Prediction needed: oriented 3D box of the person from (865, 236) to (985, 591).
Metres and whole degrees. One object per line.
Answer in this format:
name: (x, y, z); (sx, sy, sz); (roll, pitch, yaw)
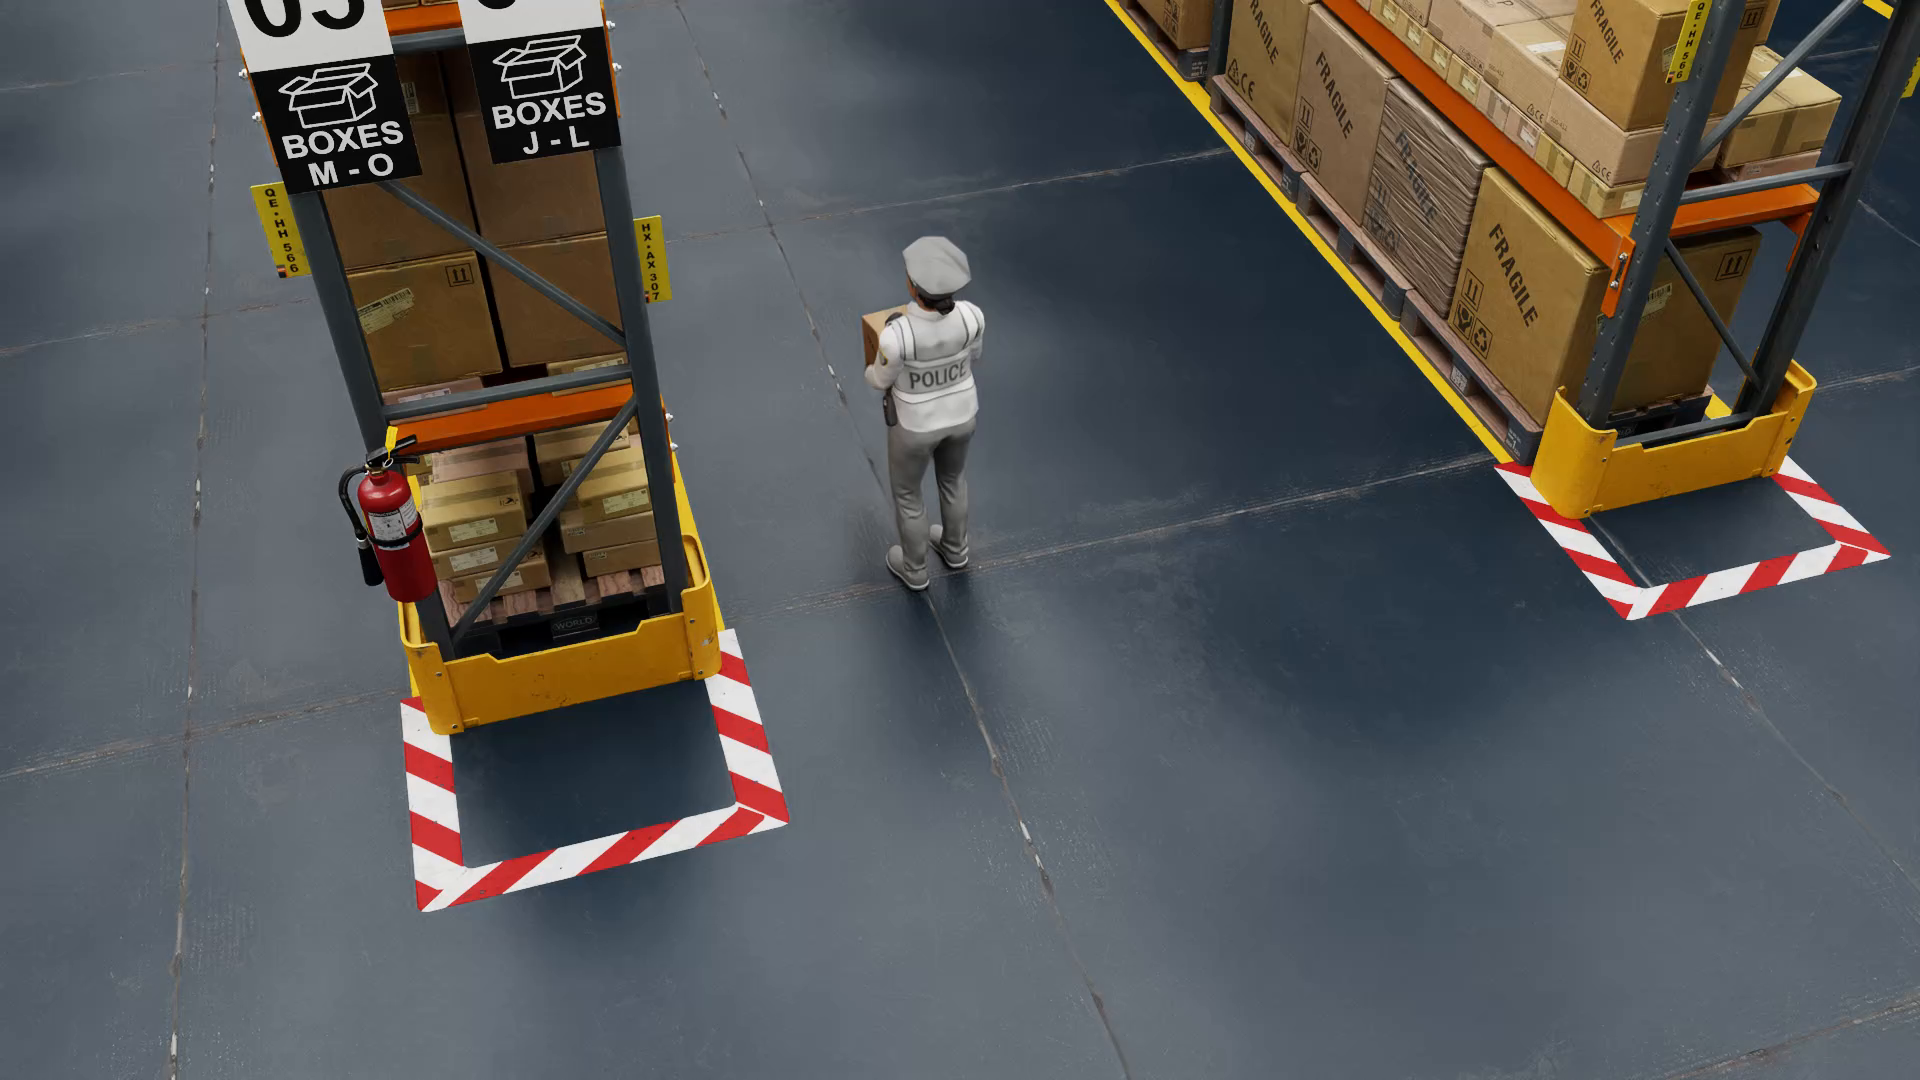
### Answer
person: (-0.141, -0.535, 6.729); (0.459, 1.687, 0.546); (-18, 45, -18)
